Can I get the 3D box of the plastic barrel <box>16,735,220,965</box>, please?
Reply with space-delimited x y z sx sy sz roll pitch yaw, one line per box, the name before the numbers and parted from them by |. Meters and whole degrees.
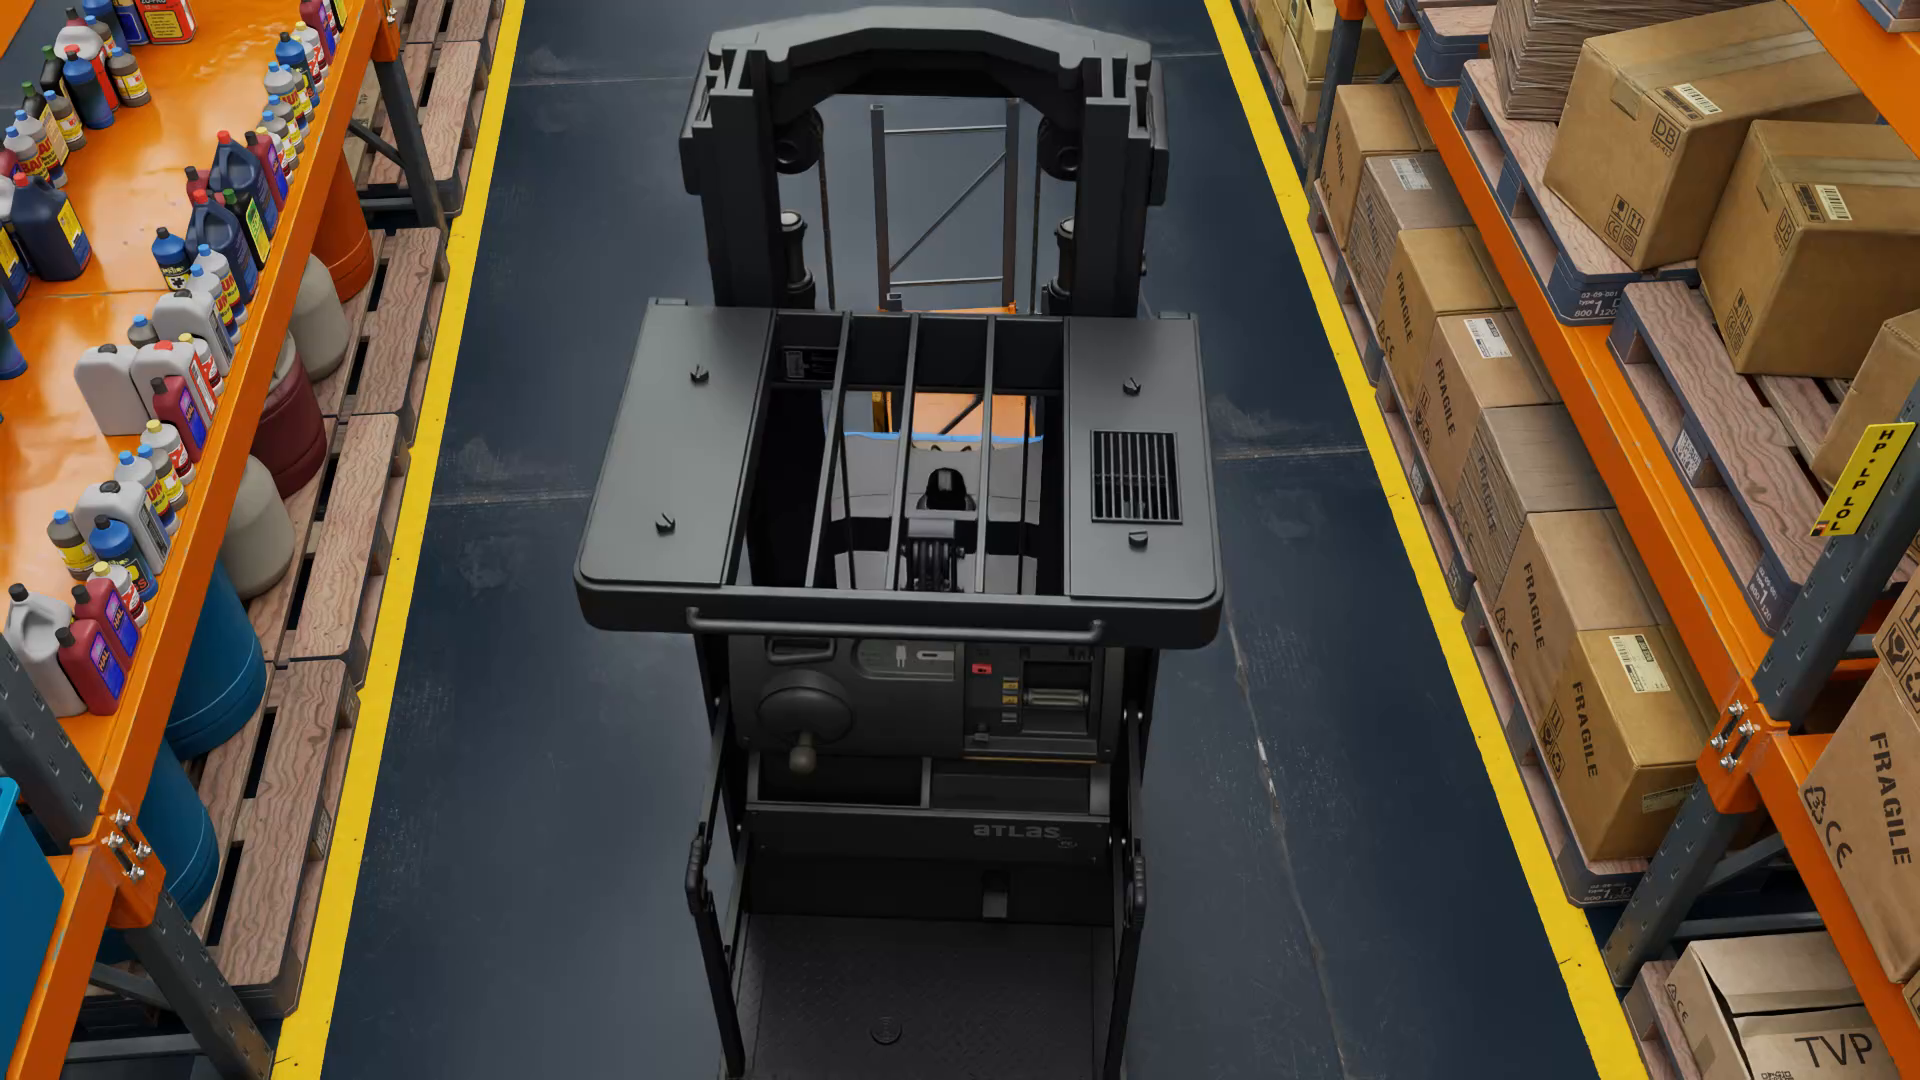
plastic barrel | -2.514 0.719 4.659 0.600 0.901 0.708 -3 47 -3

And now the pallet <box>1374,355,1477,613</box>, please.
pallet | 2.240 -0.274 6.364 1.003 0.211 1.213 -3 47 -3

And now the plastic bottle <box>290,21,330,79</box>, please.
plastic bottle | -2.350 -1.771 5.998 0.097 0.201 0.097 0 47 0

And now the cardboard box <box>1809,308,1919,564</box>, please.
cardboard box | 2.634 -0.297 4.107 0.700 0.500 0.500 -18 49 -16

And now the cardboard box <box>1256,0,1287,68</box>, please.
cardboard box | 1.782 -2.593 8.244 0.500 0.250 0.500 -4 47 -4

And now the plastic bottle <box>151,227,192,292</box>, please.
plastic bottle | -2.384 -0.832 5.061 0.097 0.271 0.097 0 47 0

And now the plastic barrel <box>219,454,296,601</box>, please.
plastic barrel | -2.531 -0.073 5.678 0.421 0.512 0.421 0 47 0

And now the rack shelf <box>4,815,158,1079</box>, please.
rack shelf | -2.318 2.231 2.566 1.077 0.370 4.000 -3 47 -3

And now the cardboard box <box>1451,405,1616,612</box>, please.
cardboard box | 2.049 -0.114 5.711 0.500 0.500 0.500 -3 47 -3

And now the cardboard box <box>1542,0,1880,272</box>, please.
cardboard box | 2.242 -1.215 4.977 0.700 0.500 0.500 -14 48 -13

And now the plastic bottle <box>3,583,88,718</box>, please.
plastic bottle | -2.195 0.250 3.981 0.144 0.351 0.185 -3 47 -3

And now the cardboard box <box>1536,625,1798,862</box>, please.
cardboard box | 2.124 0.607 5.028 0.500 0.500 0.500 -4 47 -4

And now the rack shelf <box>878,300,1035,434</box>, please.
rack shelf | -0.007 -0.454 5.895 0.538 0.185 1.000 -3 47 -3

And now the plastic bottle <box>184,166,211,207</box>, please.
plastic bottle | -2.394 -1.081 5.288 0.061 0.283 0.133 -3 47 -3

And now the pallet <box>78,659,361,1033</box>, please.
pallet | -2.508 0.935 5.219 1.003 0.211 1.213 -3 47 -3

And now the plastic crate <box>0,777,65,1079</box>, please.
plastic crate | -2.106 0.839 3.359 0.392 0.384 0.575 -3 47 -3

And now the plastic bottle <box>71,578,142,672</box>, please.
plastic bottle | -2.102 0.189 4.085 0.061 0.283 0.133 -3 47 -3

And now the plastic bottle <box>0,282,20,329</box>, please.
plastic bottle | -2.931 -0.761 4.994 0.097 0.271 0.097 0 47 0

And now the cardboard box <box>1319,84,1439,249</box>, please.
cardboard box | 1.869 -1.601 7.119 0.500 0.500 0.500 -2 47 -2

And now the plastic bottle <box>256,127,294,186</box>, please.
plastic bottle | -2.293 -1.278 5.531 0.097 0.201 0.097 0 47 0

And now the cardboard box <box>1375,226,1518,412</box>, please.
cardboard box | 1.956 -0.859 6.416 0.500 0.500 0.500 -4 47 -4

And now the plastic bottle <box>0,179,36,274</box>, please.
plastic bottle | -2.990 -0.979 5.196 0.152 0.276 0.135 -3 47 -3

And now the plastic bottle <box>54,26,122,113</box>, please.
plastic bottle | -3.067 -1.647 5.829 0.152 0.276 0.135 -3 47 -3

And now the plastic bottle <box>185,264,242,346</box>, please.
plastic bottle | -2.224 -0.700 4.936 0.097 0.271 0.097 0 47 0

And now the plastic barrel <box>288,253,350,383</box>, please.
plastic barrel | -2.626 -0.890 6.451 0.421 0.512 0.421 0 47 0

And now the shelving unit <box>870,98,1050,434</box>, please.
shelving unit | -0.006 -0.571 5.758 0.587 1.500 1.083 -3 47 -3

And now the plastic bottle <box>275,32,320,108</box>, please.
plastic bottle | -2.334 -1.654 5.839 0.097 0.271 0.097 0 47 0

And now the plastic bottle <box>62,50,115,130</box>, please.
plastic bottle | -3.024 -1.564 5.754 0.097 0.271 0.097 0 47 0

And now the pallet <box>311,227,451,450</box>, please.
pallet | -2.713 -0.831 6.891 1.003 0.211 1.213 -3 47 -3

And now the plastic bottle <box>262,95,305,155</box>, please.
plastic bottle | -2.310 -1.419 5.664 0.097 0.201 0.097 0 47 0

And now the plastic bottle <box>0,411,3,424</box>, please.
plastic bottle | -2.802 -0.432 4.682 0.097 0.271 0.097 0 47 0

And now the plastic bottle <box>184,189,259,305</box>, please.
plastic bottle | -2.267 -0.899 5.069 0.144 0.351 0.185 -3 47 -3

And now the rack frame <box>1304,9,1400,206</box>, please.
rack frame | 2.116 -2.656 6.699 1.000 3.000 0.127 -3 47 -3

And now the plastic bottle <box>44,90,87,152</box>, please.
plastic bottle | -3.074 -1.439 5.684 0.097 0.201 0.097 0 47 0

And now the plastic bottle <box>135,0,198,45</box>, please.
plastic bottle | -2.955 -1.991 6.155 0.152 0.276 0.135 -3 47 -3

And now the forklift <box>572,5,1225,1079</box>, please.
forklift | -0.087 0.467 3.789 1.130 2.935 3.031 2 47 2

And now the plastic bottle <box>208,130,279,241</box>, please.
plastic bottle | -2.294 -1.129 5.287 0.144 0.351 0.185 -3 47 -3

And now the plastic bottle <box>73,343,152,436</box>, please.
plastic bottle | -2.374 -0.439 4.686 0.152 0.276 0.135 -3 47 -3

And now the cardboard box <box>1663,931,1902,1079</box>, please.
cardboard box | 2.271 1.329 4.475 0.500 0.311 0.500 -3 47 -3

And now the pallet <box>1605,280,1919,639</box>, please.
pallet | 2.493 -0.280 4.582 1.003 0.211 1.213 -3 47 -3

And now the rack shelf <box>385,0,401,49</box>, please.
rack shelf | -2.988 -3.557 8.048 1.077 0.370 4.000 -3 47 -3

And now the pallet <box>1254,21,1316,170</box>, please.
pallet | 2.086 -2.295 8.278 1.003 0.211 1.213 -3 47 -3

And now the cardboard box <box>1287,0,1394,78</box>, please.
cardboard box | 1.827 -2.411 7.686 0.500 0.311 0.500 -2 47 -2

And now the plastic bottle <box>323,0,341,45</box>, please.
plastic bottle | -2.370 -1.938 6.156 0.097 0.201 0.097 0 47 0

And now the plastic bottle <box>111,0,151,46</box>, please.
plastic bottle | -3.106 -1.982 6.147 0.152 0.276 0.135 -3 47 -3

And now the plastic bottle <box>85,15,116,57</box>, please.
plastic bottle | -3.116 -1.800 6.026 0.097 0.201 0.097 0 47 0

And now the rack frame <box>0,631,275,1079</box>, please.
rack frame | -2.485 0.537 3.676 1.000 3.000 0.127 -3 47 -3

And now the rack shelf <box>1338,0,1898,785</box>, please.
rack shelf | 2.283 -0.961 5.590 1.077 0.370 4.000 -3 47 -3

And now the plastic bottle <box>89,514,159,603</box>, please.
plastic bottle | -2.138 0.040 4.234 0.097 0.271 0.097 0 47 0

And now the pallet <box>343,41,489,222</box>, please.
pallet | -2.846 -1.961 7.962 1.003 0.211 1.213 -3 47 -3

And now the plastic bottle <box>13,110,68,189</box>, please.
plastic bottle | -3.054 -1.297 5.501 0.097 0.271 0.097 0 47 0

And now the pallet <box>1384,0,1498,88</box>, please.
pallet | 2.243 -2.104 6.308 1.213 0.211 1.003 -3 47 -3

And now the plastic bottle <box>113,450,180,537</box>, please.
plastic bottle | -2.158 -0.127 4.393 0.097 0.271 0.097 0 47 0

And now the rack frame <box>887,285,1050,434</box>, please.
rack frame | 0.035 -0.210 5.416 0.500 1.500 0.032 -3 47 -3

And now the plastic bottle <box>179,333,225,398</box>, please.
plastic bottle | -2.204 -0.508 4.802 0.097 0.201 0.097 0 47 0

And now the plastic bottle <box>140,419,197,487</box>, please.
plastic bottle | -2.174 -0.244 4.552 0.097 0.201 0.097 0 47 0

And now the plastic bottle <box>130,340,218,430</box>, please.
plastic bottle | -2.222 -0.449 4.694 0.152 0.276 0.135 -3 47 -3

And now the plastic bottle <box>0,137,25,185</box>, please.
plastic bottle | -3.055 -1.146 5.349 0.061 0.283 0.133 -3 47 -3

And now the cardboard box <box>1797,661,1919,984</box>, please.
cardboard box | 2.222 0.589 3.557 0.500 0.500 0.500 -2 47 -2
